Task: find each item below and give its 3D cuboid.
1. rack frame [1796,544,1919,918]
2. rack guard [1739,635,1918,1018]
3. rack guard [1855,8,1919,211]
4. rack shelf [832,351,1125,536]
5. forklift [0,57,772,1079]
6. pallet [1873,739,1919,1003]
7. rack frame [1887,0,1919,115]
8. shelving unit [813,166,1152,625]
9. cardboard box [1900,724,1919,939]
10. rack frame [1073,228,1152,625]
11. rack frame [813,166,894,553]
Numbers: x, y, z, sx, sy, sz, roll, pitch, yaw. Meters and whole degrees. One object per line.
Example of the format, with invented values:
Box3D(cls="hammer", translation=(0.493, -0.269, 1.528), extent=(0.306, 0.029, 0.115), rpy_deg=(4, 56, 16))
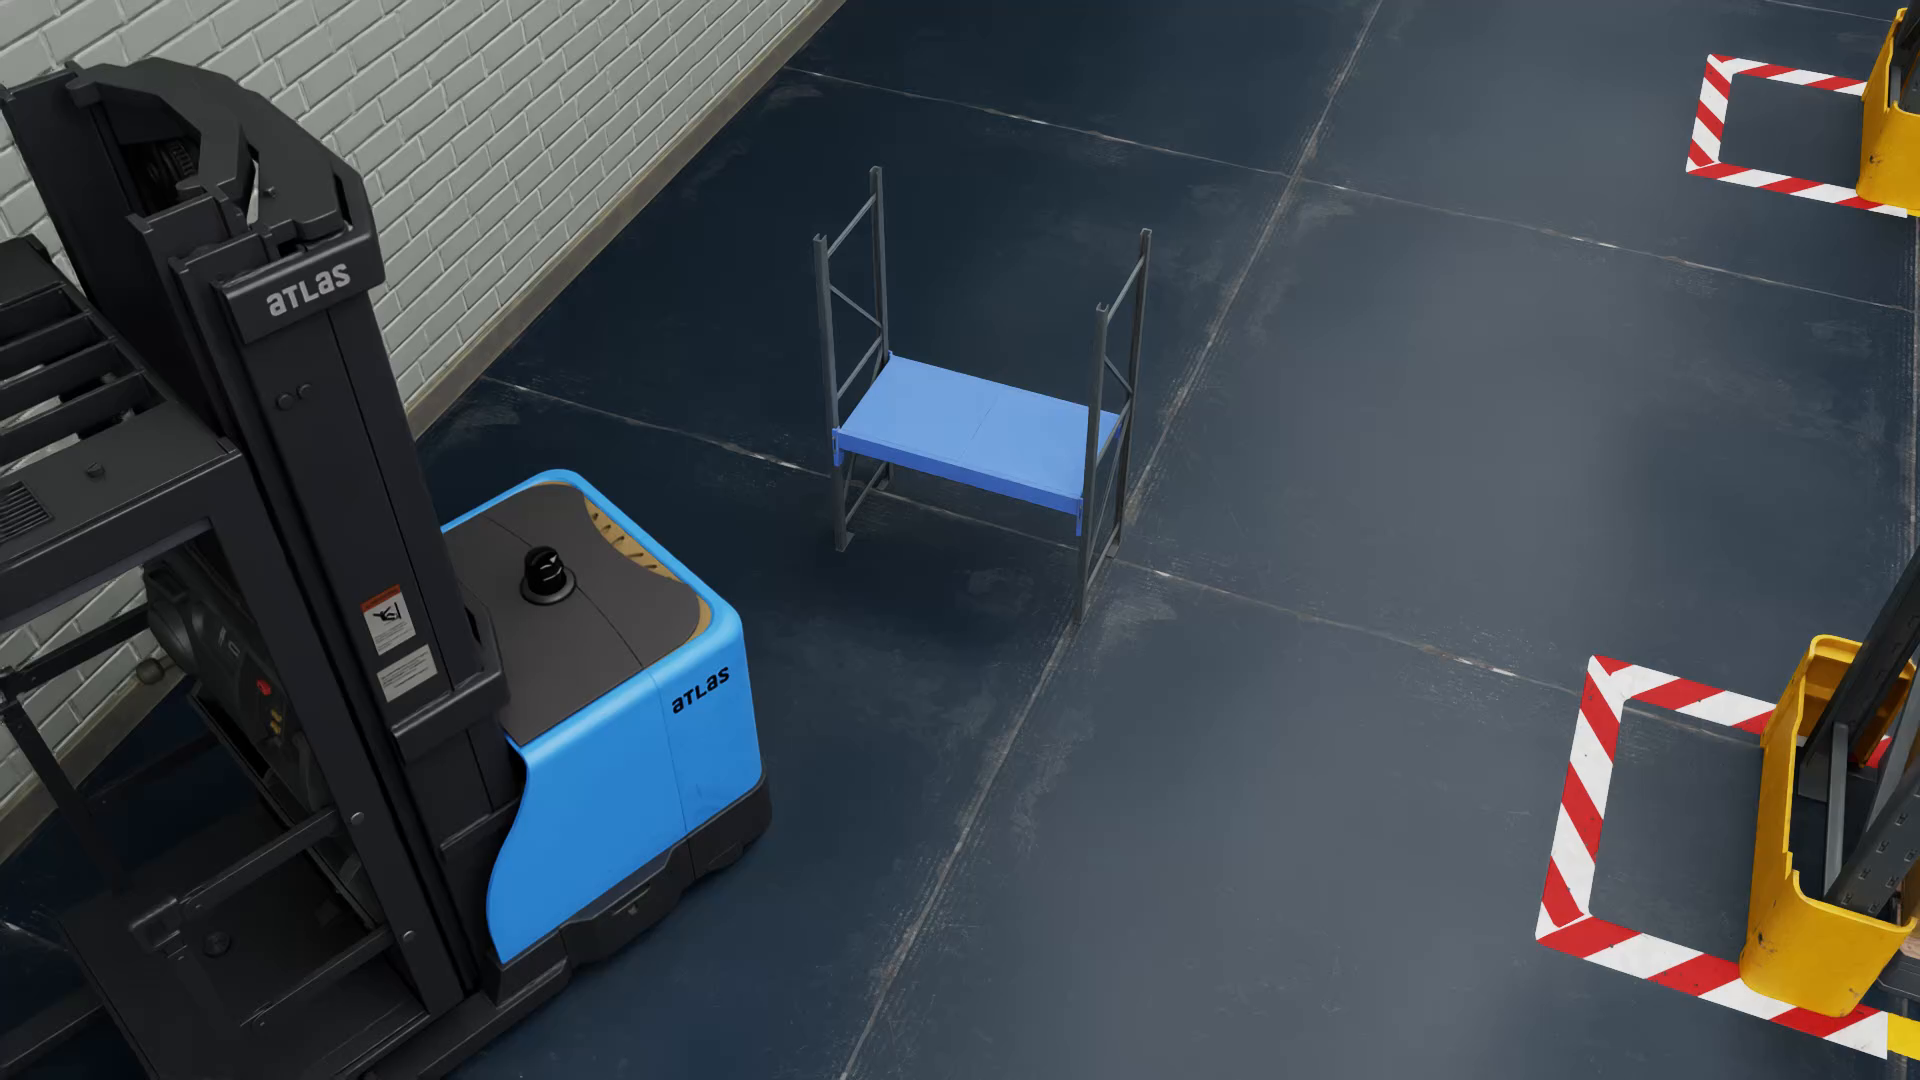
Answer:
Box3D(cls="rack frame", translation=(2.891, 0.036, 4.587), extent=(0.127, 3.000, 1.000), rpy_deg=(16, 47, 16))
Box3D(cls="rack guard", translation=(2.869, 0.916, 5.475), extent=(0.348, 0.500, 1.175), rpy_deg=(16, 47, 16))
Box3D(cls="rack guard", translation=(4.964, -2.258, 8.665), extent=(0.348, 0.500, 1.175), rpy_deg=(16, 47, 16))
Box3D(cls="rack shelf", translation=(0.079, -0.381, 6.325), extent=(1.000, 0.185, 0.538), rpy_deg=(16, 47, 16))
Box3D(cls="forklift", translation=(-2.062, 0.422, 4.248), extent=(3.031, 2.935, 1.130), rpy_deg=(-34, 54, -29))
Box3D(cls="pallet", translation=(3.659, 1.191, 5.404), extent=(1.213, 0.211, 1.003), rpy_deg=(16, 47, 16))
Box3D(cls="rack frame", translation=(4.894, -3.165, 7.805), extent=(0.127, 3.000, 1.000), rpy_deg=(16, 47, 16))
Box3D(cls="shelving unit", translation=(0.079, -0.509, 6.198), extent=(1.048, 1.500, 0.538), rpy_deg=(16, 47, 16))
Box3D(cls="cardboard box", translation=(3.512, 0.762, 5.066), extent=(0.875, 0.875, 0.875), rpy_deg=(16, 47, 16))
Box3D(cls="rack frame", translation=(0.548, -0.370, 6.059), extent=(0.032, 1.500, 0.500), rpy_deg=(16, 47, 16))
Box3D(cls="rack frame", translation=(-0.390, -0.647, 6.336), extent=(0.032, 1.500, 0.500), rpy_deg=(16, 47, 16))
